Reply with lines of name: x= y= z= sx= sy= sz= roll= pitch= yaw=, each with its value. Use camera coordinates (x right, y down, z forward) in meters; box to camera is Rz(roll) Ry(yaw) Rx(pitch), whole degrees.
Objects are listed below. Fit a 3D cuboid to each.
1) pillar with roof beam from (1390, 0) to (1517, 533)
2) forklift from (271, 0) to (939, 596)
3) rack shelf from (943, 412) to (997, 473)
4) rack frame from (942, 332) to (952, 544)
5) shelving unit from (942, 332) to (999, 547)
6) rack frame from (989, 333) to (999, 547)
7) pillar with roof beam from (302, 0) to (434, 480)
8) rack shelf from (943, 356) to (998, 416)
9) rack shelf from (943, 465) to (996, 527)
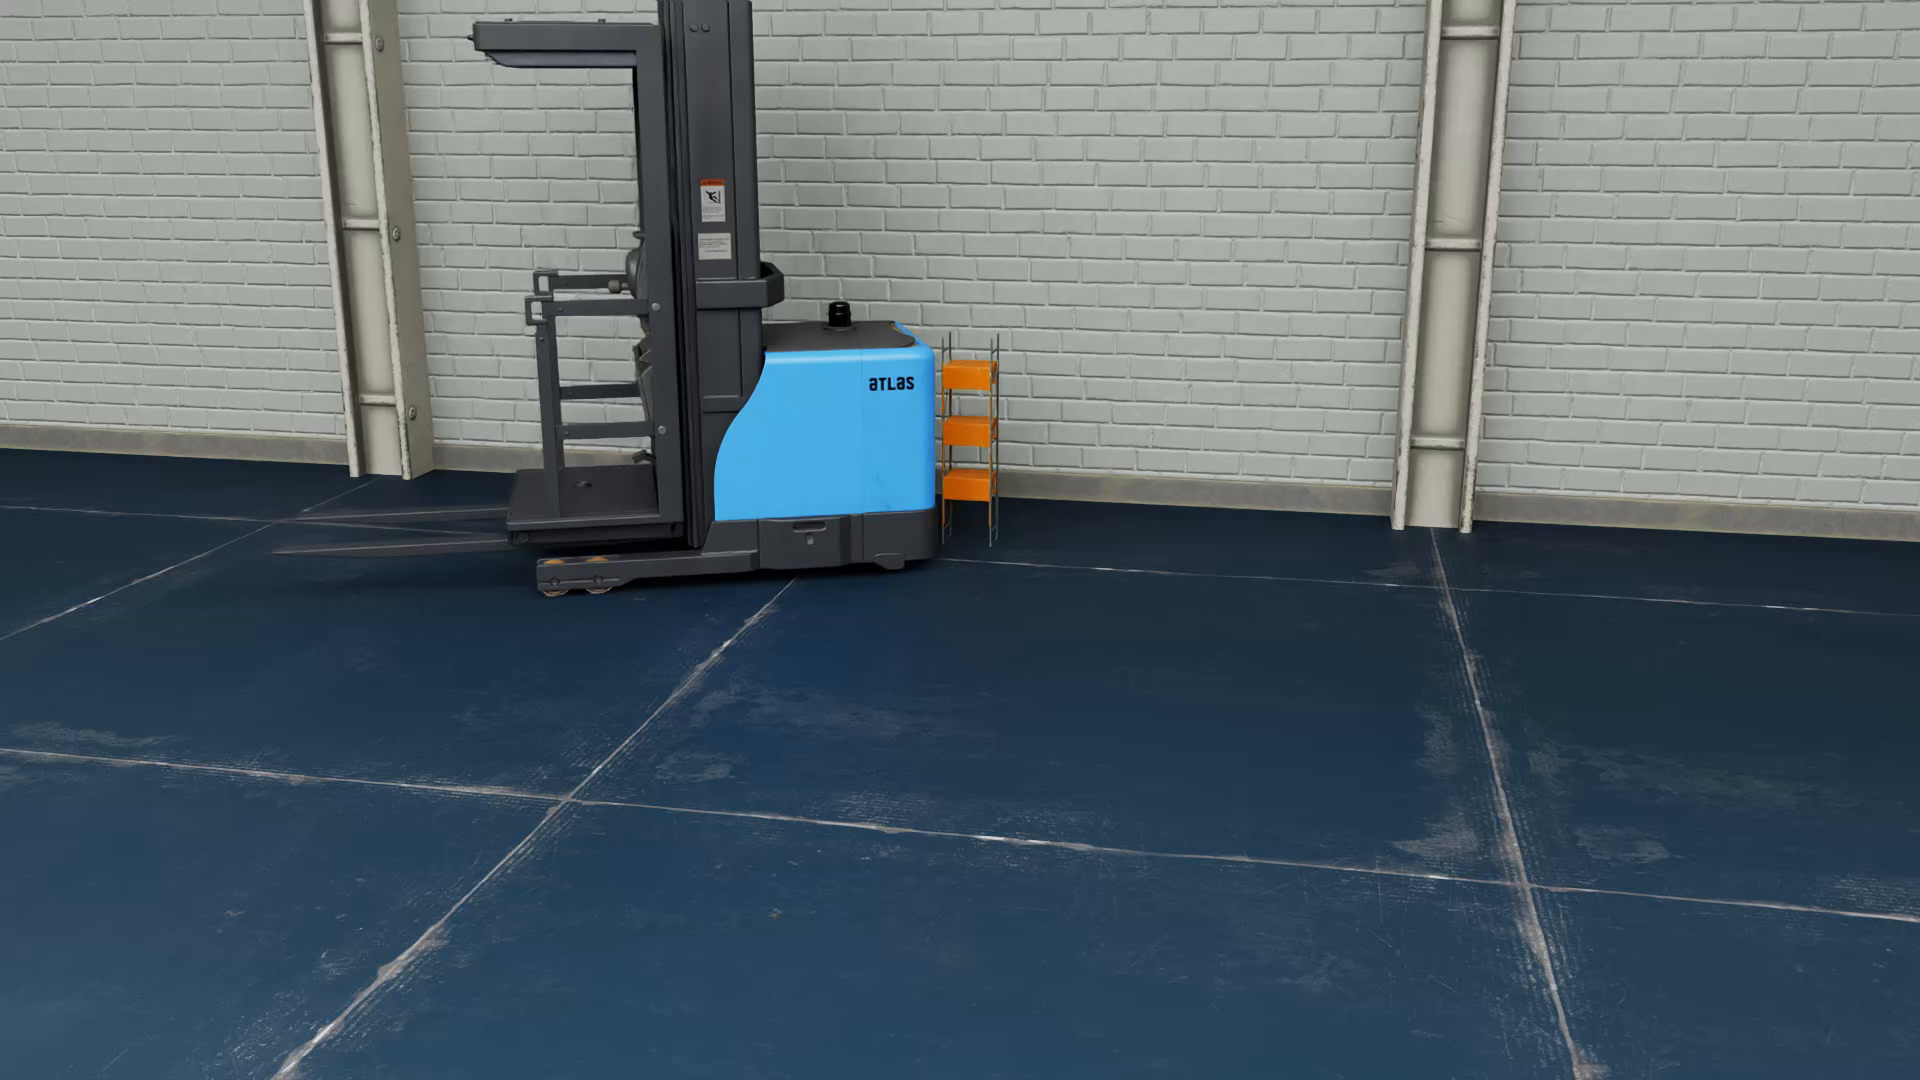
pillar with roof beam: x=1.630 y=-3.297 z=3.539 sx=0.400 sy=9.000 sz=9.100 roll=3 pitch=16 yaw=11
forklift: x=-1.674 y=-1.309 z=7.728 sx=3.031 sy=2.935 sz=1.130 roll=-3 pitch=16 yaw=-11
rack shelf: x=0.052 y=-0.493 z=8.344 sx=0.240 sy=0.259 sz=0.215 roll=3 pitch=16 yaw=11
rack frame: x=-0.067 y=-0.510 z=8.365 sx=0.008 sy=1.050 sz=0.200 roll=3 pitch=16 yaw=11
shelving unit: x=0.052 y=-0.503 z=8.342 sx=0.252 sy=1.050 sz=0.215 roll=3 pitch=16 yaw=11
rack frame: x=0.172 y=-0.497 z=8.318 sx=0.008 sy=1.050 sz=0.200 roll=3 pitch=16 yaw=11
pillar with roof beam: x=-4.249 y=-3.617 z=4.691 sx=0.400 sy=9.000 sz=9.100 roll=3 pitch=16 yaw=11
rack shelf: x=0.052 y=-0.766 z=8.269 sx=0.240 sy=0.259 sz=0.215 roll=3 pitch=16 yaw=11
rack shelf: x=0.052 y=-0.225 z=8.419 sx=0.240 sy=0.259 sz=0.215 roll=3 pitch=16 yaw=11
